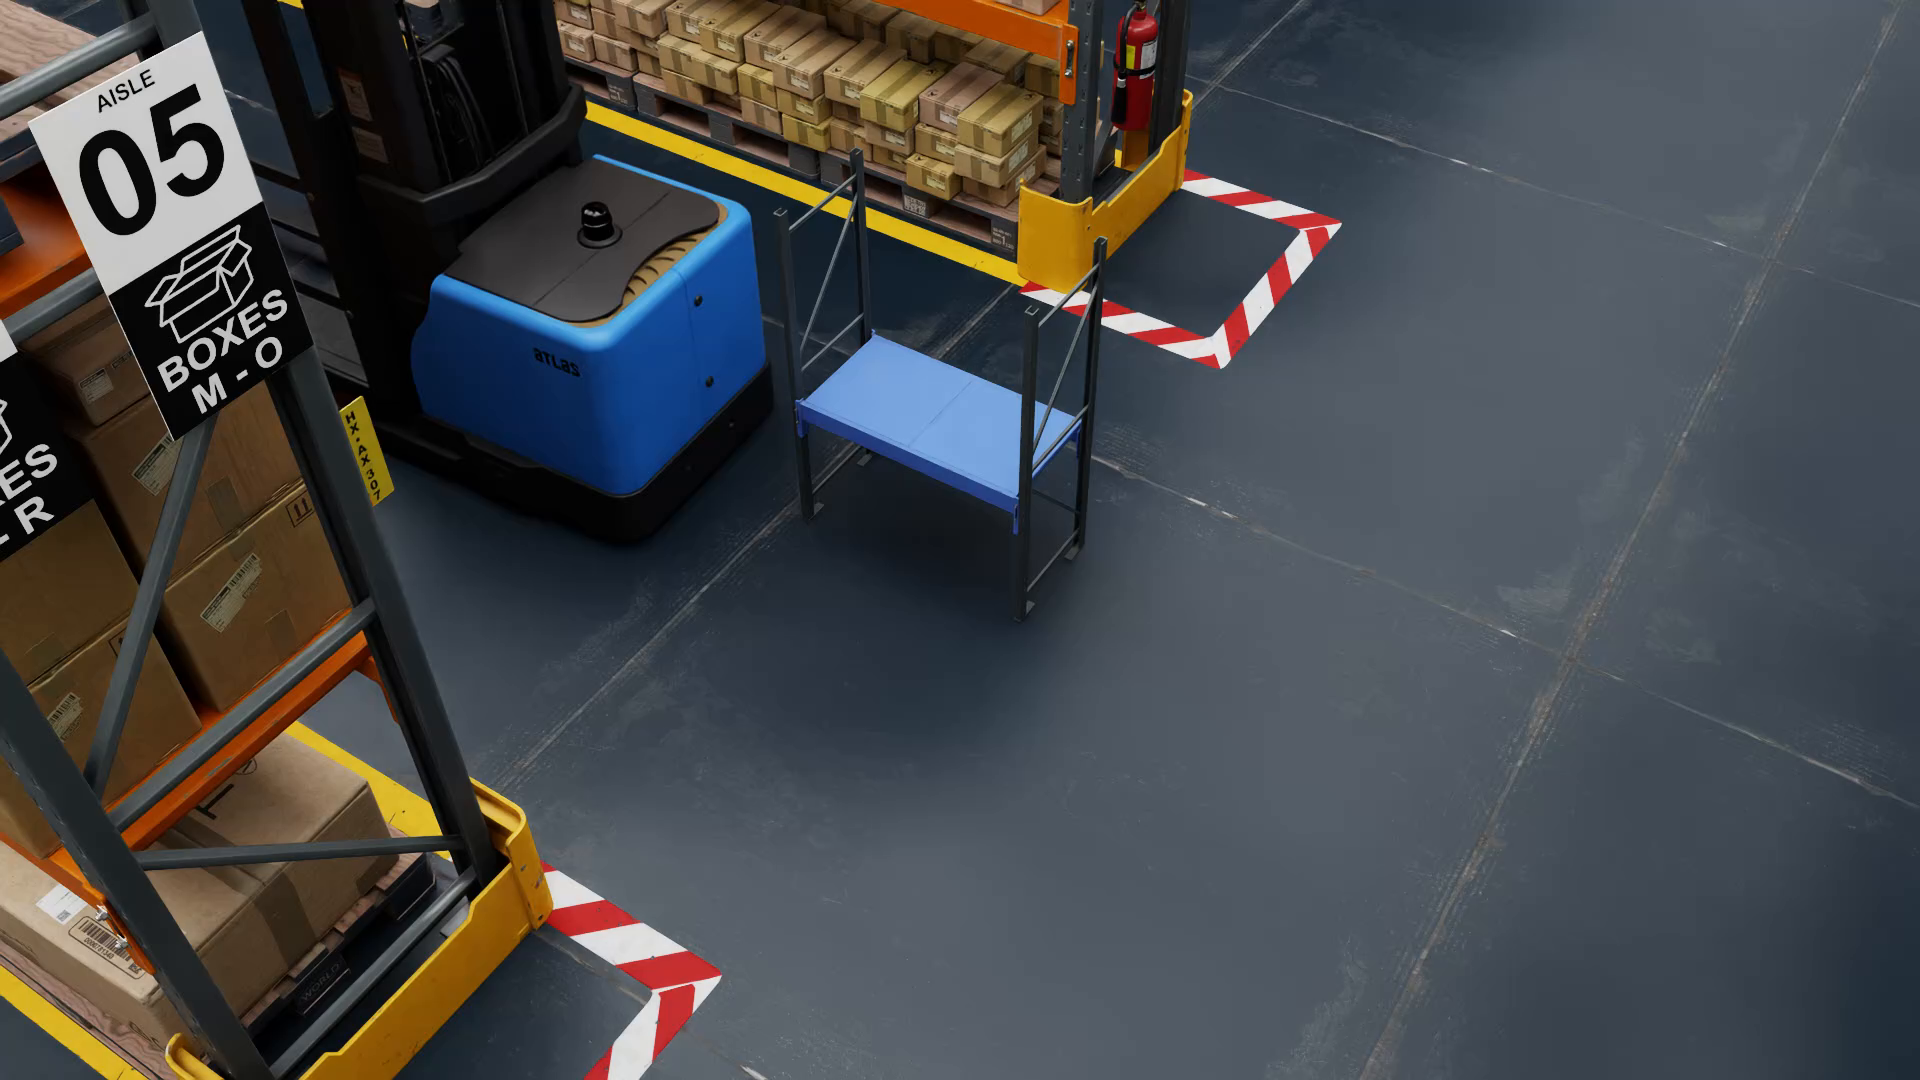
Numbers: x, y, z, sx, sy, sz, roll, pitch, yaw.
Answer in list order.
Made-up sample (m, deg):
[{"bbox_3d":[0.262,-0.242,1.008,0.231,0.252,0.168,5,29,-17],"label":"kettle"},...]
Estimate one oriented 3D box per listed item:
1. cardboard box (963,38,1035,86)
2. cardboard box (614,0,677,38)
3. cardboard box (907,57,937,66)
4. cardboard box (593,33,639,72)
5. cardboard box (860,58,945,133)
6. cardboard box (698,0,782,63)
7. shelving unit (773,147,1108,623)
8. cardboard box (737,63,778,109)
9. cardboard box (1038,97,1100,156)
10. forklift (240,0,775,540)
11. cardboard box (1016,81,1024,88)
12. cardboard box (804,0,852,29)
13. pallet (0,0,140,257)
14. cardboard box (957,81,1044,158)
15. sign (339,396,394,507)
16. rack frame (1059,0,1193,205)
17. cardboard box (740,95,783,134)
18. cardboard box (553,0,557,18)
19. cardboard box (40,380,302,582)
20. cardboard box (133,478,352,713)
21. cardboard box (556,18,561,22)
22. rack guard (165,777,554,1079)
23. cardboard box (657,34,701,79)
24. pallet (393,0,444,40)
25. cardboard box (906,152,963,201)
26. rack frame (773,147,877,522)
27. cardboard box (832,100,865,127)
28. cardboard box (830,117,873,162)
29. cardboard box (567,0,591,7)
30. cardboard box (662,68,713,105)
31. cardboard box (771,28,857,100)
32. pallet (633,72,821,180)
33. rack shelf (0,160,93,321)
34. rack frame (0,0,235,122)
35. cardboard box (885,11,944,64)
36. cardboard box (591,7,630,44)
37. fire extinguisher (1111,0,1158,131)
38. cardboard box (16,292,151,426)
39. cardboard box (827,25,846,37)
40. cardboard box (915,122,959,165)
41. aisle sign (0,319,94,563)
[{"bbox_3d":[0.219,-2.383,8.254,0.250,0.149,0.380,26,51,23],"label":"cardboard box"},{"bbox_3d":[-1.574,-2.786,8.645,0.250,0.149,0.380,26,51,23],"label":"cardboard box"},{"bbox_3d":[-0.140,-2.541,8.616,0.250,0.149,0.380,26,51,23],"label":"cardboard box"},{"bbox_3d":[-1.758,-2.711,8.988,0.250,0.149,0.380,24,50,21],"label":"cardboard box"},{"bbox_3d":[-0.276,-2.149,8.026,0.250,0.149,0.380,24,50,21],"label":"cardboard box"},{"bbox_3d":[-1.114,-2.611,8.476,0.250,0.149,0.380,25,51,22],"label":"cardboard box"},{"bbox_3d":[-0.072,-0.556,6.244,1.048,1.500,0.538,25,51,22],"label":"shelving unit"},{"bbox_3d":[-0.912,-2.373,8.452,0.250,0.149,0.380,27,52,24],"label":"cardboard box"},{"bbox_3d":[0.505,-2.130,8.423,0.250,0.149,0.380,26,51,23],"label":"cardboard box"},{"bbox_3d":[-2.344,-1.806,6.461,3.031,2.935,1.130,22,50,20],"label":"forklift"},{"bbox_3d":[0.271,-2.335,8.415,0.250,0.149,0.380,24,51,22],"label":"cardboard box"},{"bbox_3d":[-0.602,-2.847,8.705,0.250,0.149,0.380,25,51,23],"label":"cardboard box"},{"bbox_3d":[-2.444,-0.849,3.454,1.213,0.211,1.003,25,51,22],"label":"pallet"},{"bbox_3d":[0.191,-1.993,7.875,0.250,0.149,0.380,25,51,23],"label":"cardboard box"},{"bbox_3d":[-1.509,-0.215,4.209,0.005,0.325,0.100,25,51,22],"label":"sign"},{"bbox_3d":[0.774,-2.581,7.166,0.127,3.000,1.000,25,51,22],"label":"rack frame"},{"bbox_3d":[-0.912,-2.271,8.560,0.250,0.149,0.380,26,51,23],"label":"cardboard box"},{"bbox_3d":[-2.200,-3.009,9.070,0.250,0.149,0.380,25,51,22],"label":"cardboard box"},{"bbox_3d":[-2.064,-0.295,4.178,0.500,0.500,0.500,24,50,21],"label":"cardboard box"},{"bbox_3d":[-2.063,0.053,4.538,0.500,0.500,0.500,24,51,22],"label":"cardboard box"},{"bbox_3d":[-2.236,-2.844,9.117,0.250,0.149,0.380,26,51,23],"label":"cardboard box"},{"bbox_3d":[-1.793,1.327,5.112,0.348,0.500,1.175,25,51,22],"label":"rack guard"},{"bbox_3d":[-1.352,-2.573,8.647,0.250,0.149,0.380,24,51,22],"label":"cardboard box"},{"bbox_3d":[-3.249,-3.458,9.963,1.213,0.211,1.003,25,51,22],"label":"pallet"},{"bbox_3d":[-0.053,-1.850,8.151,0.250,0.149,0.380,26,51,23],"label":"cardboard box"},{"bbox_3d":[-0.500,-0.753,6.435,0.032,1.500,0.500,25,51,22],"label":"rack frame"},{"bbox_3d":[-0.434,-2.236,8.319,0.250,0.149,0.380,24,51,22],"label":"cardboard box"},{"bbox_3d":[-0.444,-2.092,8.386,0.250,0.149,0.380,25,51,22],"label":"cardboard box"},{"bbox_3d":[-1.976,-3.021,8.874,0.250,0.149,0.380,24,50,22],"label":"cardboard box"},{"bbox_3d":[-1.346,-2.470,8.753,0.250,0.149,0.380,23,50,21],"label":"cardboard box"},{"bbox_3d":[-0.716,-2.357,8.229,0.250,0.149,0.380,27,51,23],"label":"cardboard box"},{"bbox_3d":[-0.978,-2.447,8.981,1.213,0.211,1.003,25,51,22],"label":"pallet"},{"bbox_3d":[-3.497,-1.122,4.159,4.000,0.370,1.077,25,51,22],"label":"rack shelf"},{"bbox_3d":[-1.814,-1.644,2.073,0.127,3.000,1.000,25,51,22],"label":"rack frame"},{"bbox_3d":[-0.177,-2.604,8.469,0.250,0.149,0.380,22,50,20],"label":"cardboard box"},{"bbox_3d":[-1.749,-2.830,8.896,0.250,0.149,0.380,22,50,20],"label":"cardboard box"},{"bbox_3d":[0.736,-2.048,6.962,0.183,0.674,0.296,25,51,22],"label":"fire extinguisher"},{"bbox_3d":[-1.963,-0.467,3.893,0.250,0.149,0.380,26,51,23],"label":"cardboard box"},{"bbox_3d":[-0.665,-2.667,8.738,0.250,0.149,0.380,27,52,24],"label":"cardboard box"},{"bbox_3d":[-0.016,-2.003,8.093,0.250,0.149,0.380,24,50,21],"label":"cardboard box"},{"bbox_3d":[-1.920,-0.244,3.083,0.004,0.787,0.394,25,51,22],"label":"aisle sign"}]
